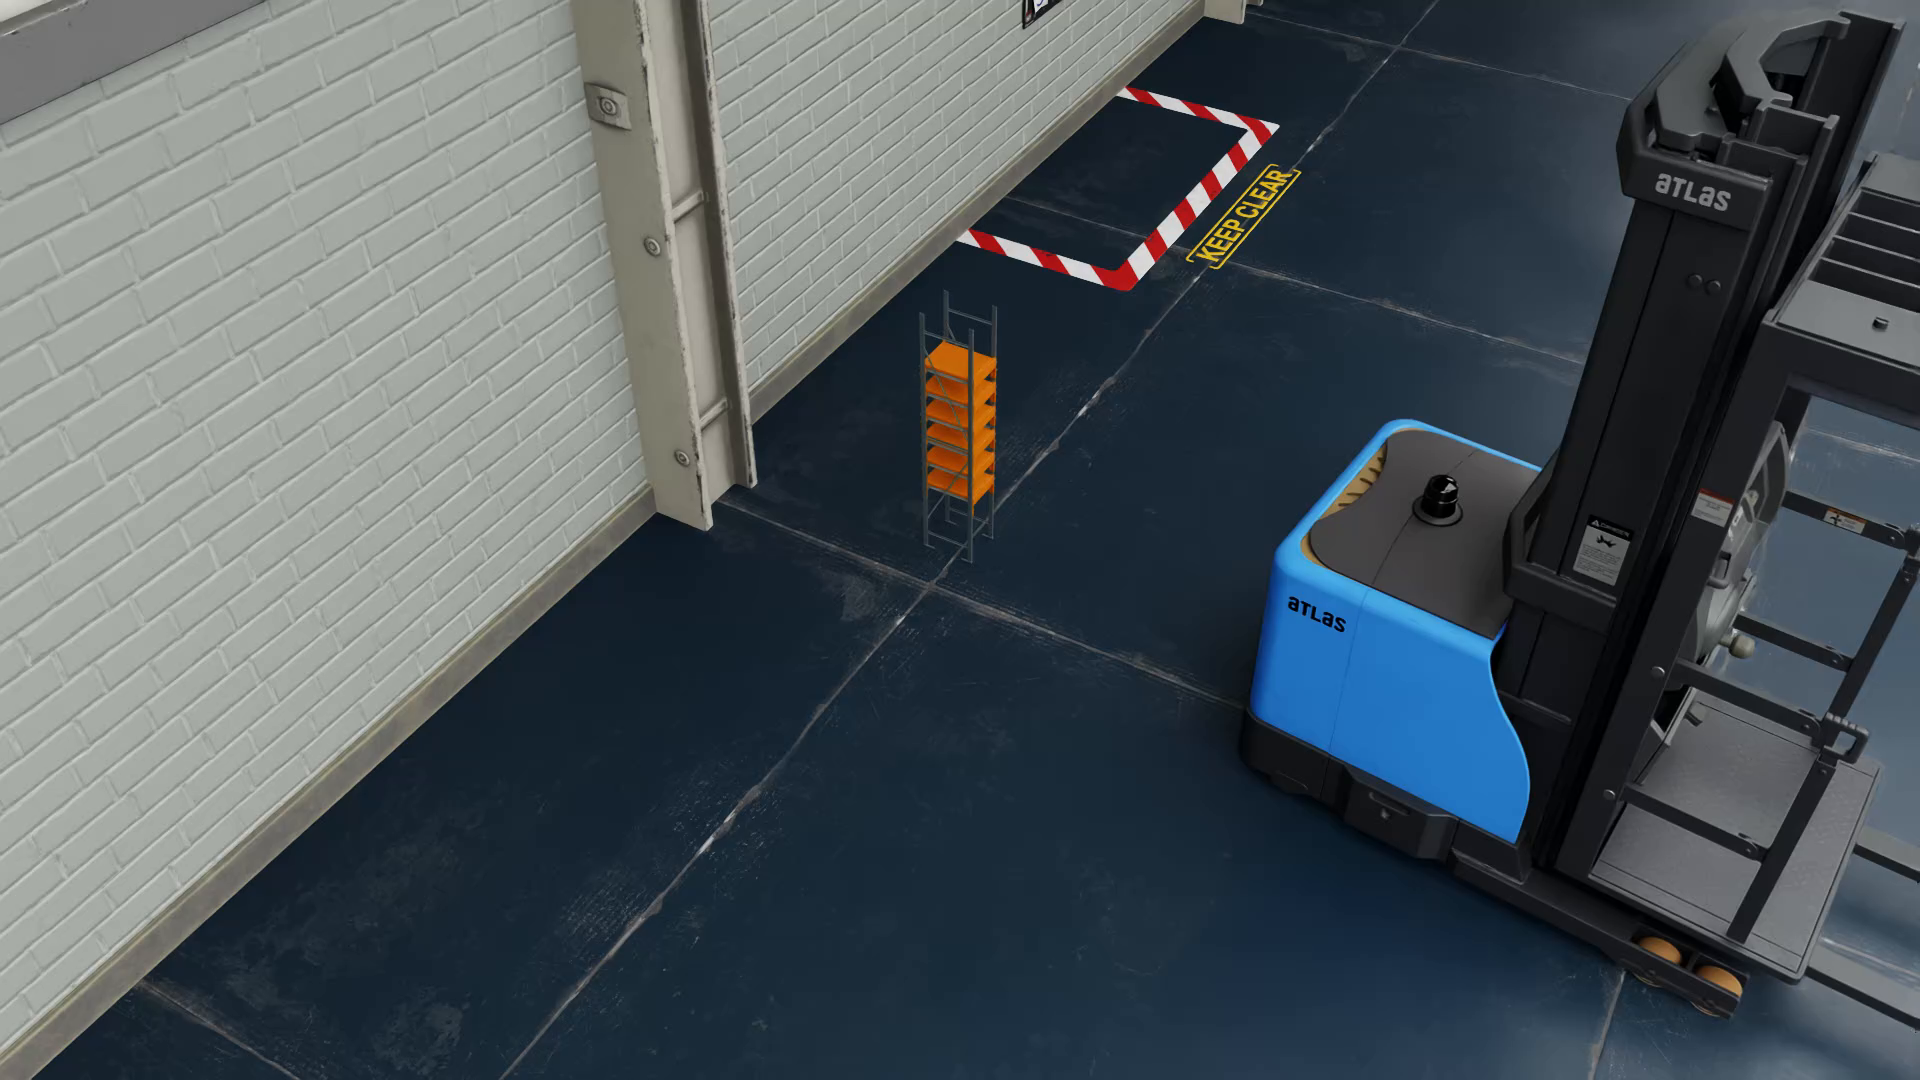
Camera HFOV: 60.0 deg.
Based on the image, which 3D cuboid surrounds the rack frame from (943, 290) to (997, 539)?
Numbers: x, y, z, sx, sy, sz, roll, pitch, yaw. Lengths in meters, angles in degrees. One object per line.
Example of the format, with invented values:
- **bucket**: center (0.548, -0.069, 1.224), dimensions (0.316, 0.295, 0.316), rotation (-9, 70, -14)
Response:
- **rack frame**: center (0.039, -0.494, 6.904), dimensions (0.240, 1.200, 0.006), rotation (21, 45, 22)

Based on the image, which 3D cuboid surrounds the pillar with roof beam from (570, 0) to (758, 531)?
- **pillar with roof beam**: center (2.580, -2.155, 2.888), dimensions (9.100, 9.000, 0.400), rotation (21, 45, 22)

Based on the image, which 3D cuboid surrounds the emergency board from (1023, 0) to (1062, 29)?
- **emergency board**: center (0.566, -3.360, 8.796), dimensions (0.157, 1.169, 0.626), rotation (21, 45, 22)

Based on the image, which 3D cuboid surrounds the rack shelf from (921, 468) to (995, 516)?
- **rack shelf**: center (-0.007, -0.229, 7.032), dimensions (0.258, 0.103, 0.180), rotation (21, 45, 22)

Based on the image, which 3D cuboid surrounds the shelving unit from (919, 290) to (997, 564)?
- **shelving unit**: center (-0.007, -0.442, 6.844), dimensions (0.258, 1.200, 0.189), rotation (21, 45, 22)

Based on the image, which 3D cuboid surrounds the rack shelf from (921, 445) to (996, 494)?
- **rack shelf**: center (-0.007, -0.319, 6.953), dimensions (0.258, 0.103, 0.180), rotation (21, 45, 22)

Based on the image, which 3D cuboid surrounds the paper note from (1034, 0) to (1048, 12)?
- **paper note**: center (0.438, -2.950, 8.997), dimensions (0.016, 0.148, 0.142), rotation (21, 45, 22)

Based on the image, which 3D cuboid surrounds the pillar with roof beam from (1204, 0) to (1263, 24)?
- **pillar with roof beam**: center (5.583, -5.588, 6.787), dimensions (9.100, 9.000, 0.400), rotation (21, 45, 22)

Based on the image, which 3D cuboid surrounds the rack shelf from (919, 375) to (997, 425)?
- **rack shelf**: center (-0.007, -0.589, 6.715), dimensions (0.258, 0.103, 0.180), rotation (21, 45, 22)

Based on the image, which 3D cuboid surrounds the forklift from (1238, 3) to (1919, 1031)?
- **forklift**: center (2.538, 0.061, 4.962), dimensions (3.031, 2.935, 1.130), rotation (25, 47, 26)

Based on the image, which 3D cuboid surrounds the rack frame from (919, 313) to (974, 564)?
- **rack frame**: center (-0.053, -0.390, 6.785), dimensions (0.240, 1.200, 0.006), rotation (21, 45, 22)

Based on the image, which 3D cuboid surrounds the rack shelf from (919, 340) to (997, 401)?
- **rack shelf**: center (-0.007, -0.679, 6.636), dimensions (0.258, 0.103, 0.180), rotation (21, 45, 22)

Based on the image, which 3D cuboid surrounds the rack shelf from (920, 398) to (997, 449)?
- **rack shelf**: center (-0.007, -0.499, 6.794), dimensions (0.258, 0.103, 0.180), rotation (21, 45, 22)

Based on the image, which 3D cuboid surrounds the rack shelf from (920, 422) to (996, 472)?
- **rack shelf**: center (-0.007, -0.409, 6.873), dimensions (0.258, 0.103, 0.180), rotation (21, 45, 22)
